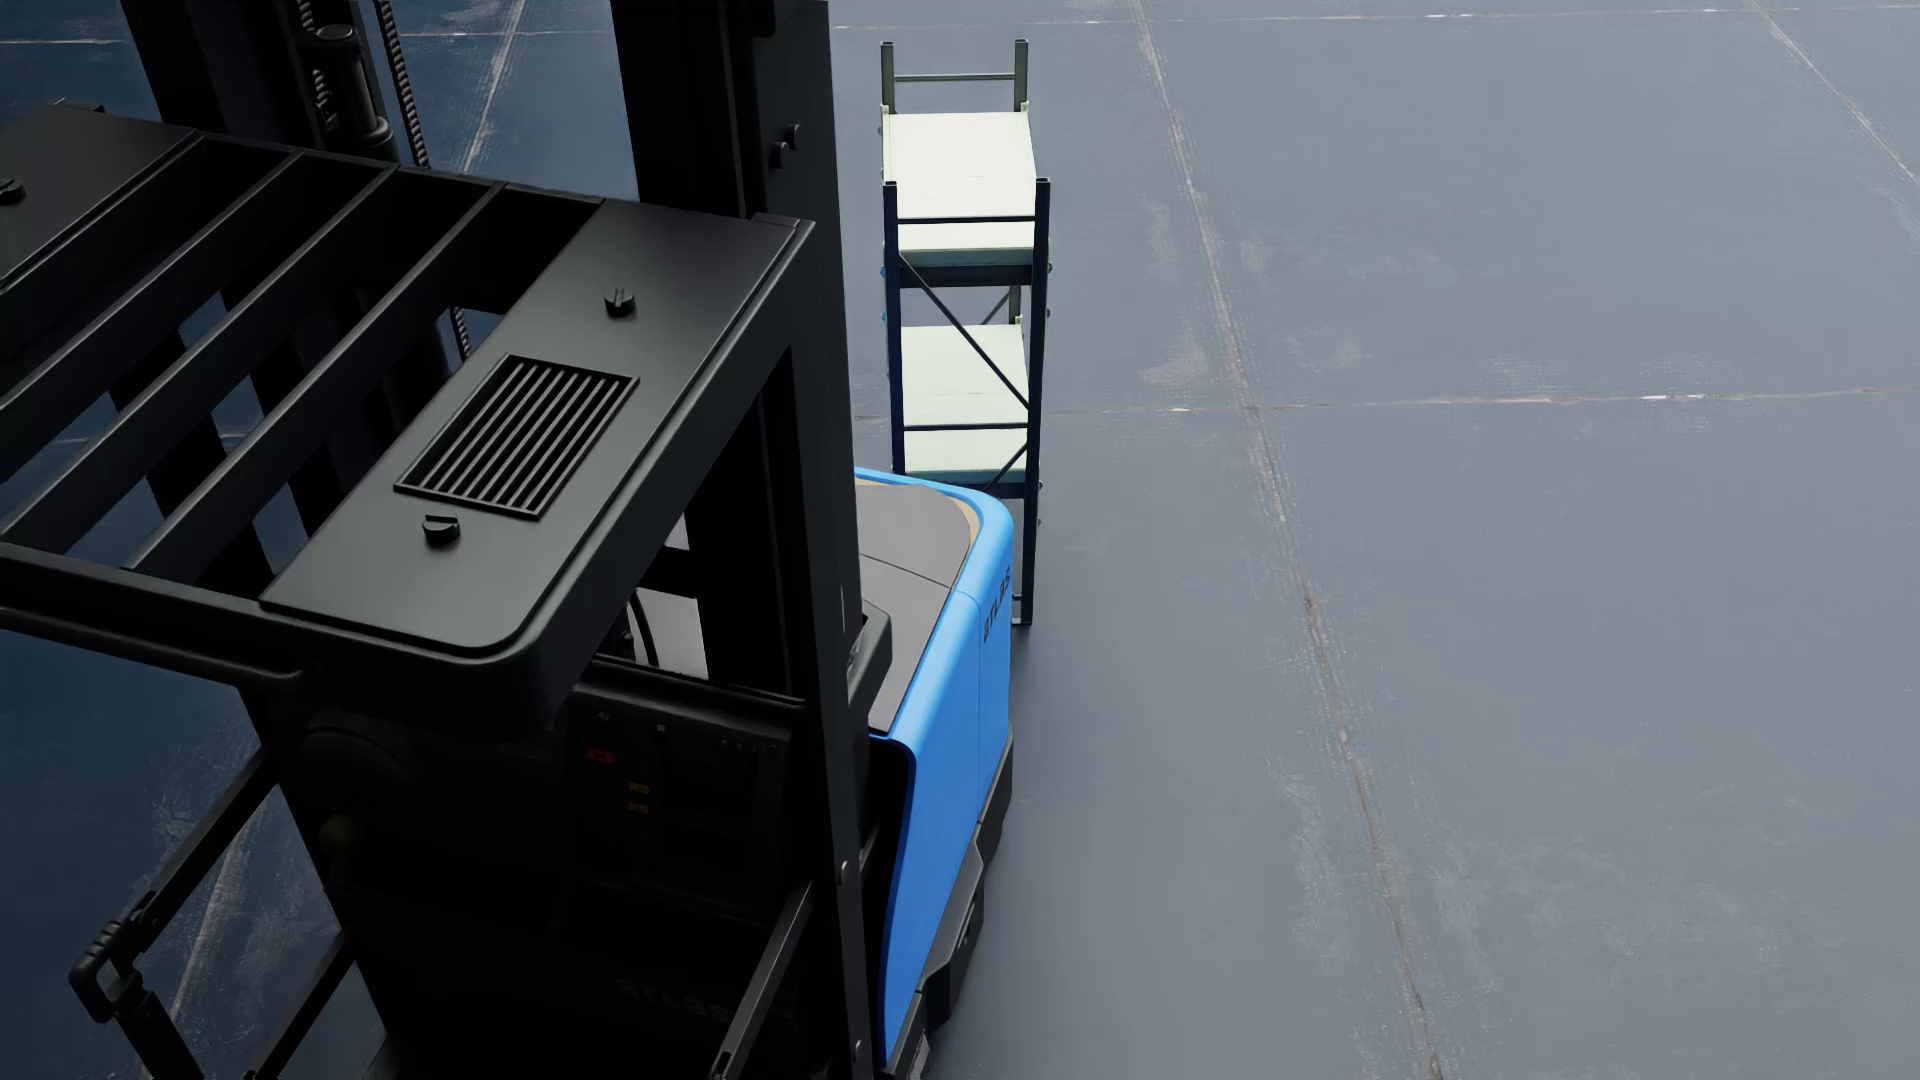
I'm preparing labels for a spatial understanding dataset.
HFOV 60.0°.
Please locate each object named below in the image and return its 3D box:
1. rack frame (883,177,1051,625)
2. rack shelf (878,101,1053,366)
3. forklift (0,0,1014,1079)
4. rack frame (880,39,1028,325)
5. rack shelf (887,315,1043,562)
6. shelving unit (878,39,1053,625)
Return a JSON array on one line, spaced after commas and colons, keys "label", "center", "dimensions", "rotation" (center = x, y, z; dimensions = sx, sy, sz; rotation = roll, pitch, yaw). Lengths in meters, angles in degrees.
[{"label": "rack frame", "center": [0.016, -0.301, 4.469], "dimensions": [0.400, 1.500, 0.023], "rotation": [-2, 43, -2]}, {"label": "rack shelf", "center": [0.000, -0.836, 4.475], "dimensions": [0.431, 0.370, 0.720], "rotation": [-2, 43, -2]}, {"label": "forklift", "center": [-0.777, 0.470, 2.568], "dimensions": [1.130, 2.935, 3.031], "rotation": [12, 44, 12]}, {"label": "rack frame", "center": [-0.015, -0.795, 5.008], "dimensions": [0.400, 1.500, 0.023], "rotation": [-2, 43, -2]}, {"label": "rack shelf", "center": [0.000, -0.308, 4.959], "dimensions": [0.431, 0.370, 0.720], "rotation": [-2, 43, -2]}, {"label": "shelving unit", "center": [0.000, -0.548, 4.738], "dimensions": [0.431, 1.500, 0.755], "rotation": [-2, 43, -2]}]
